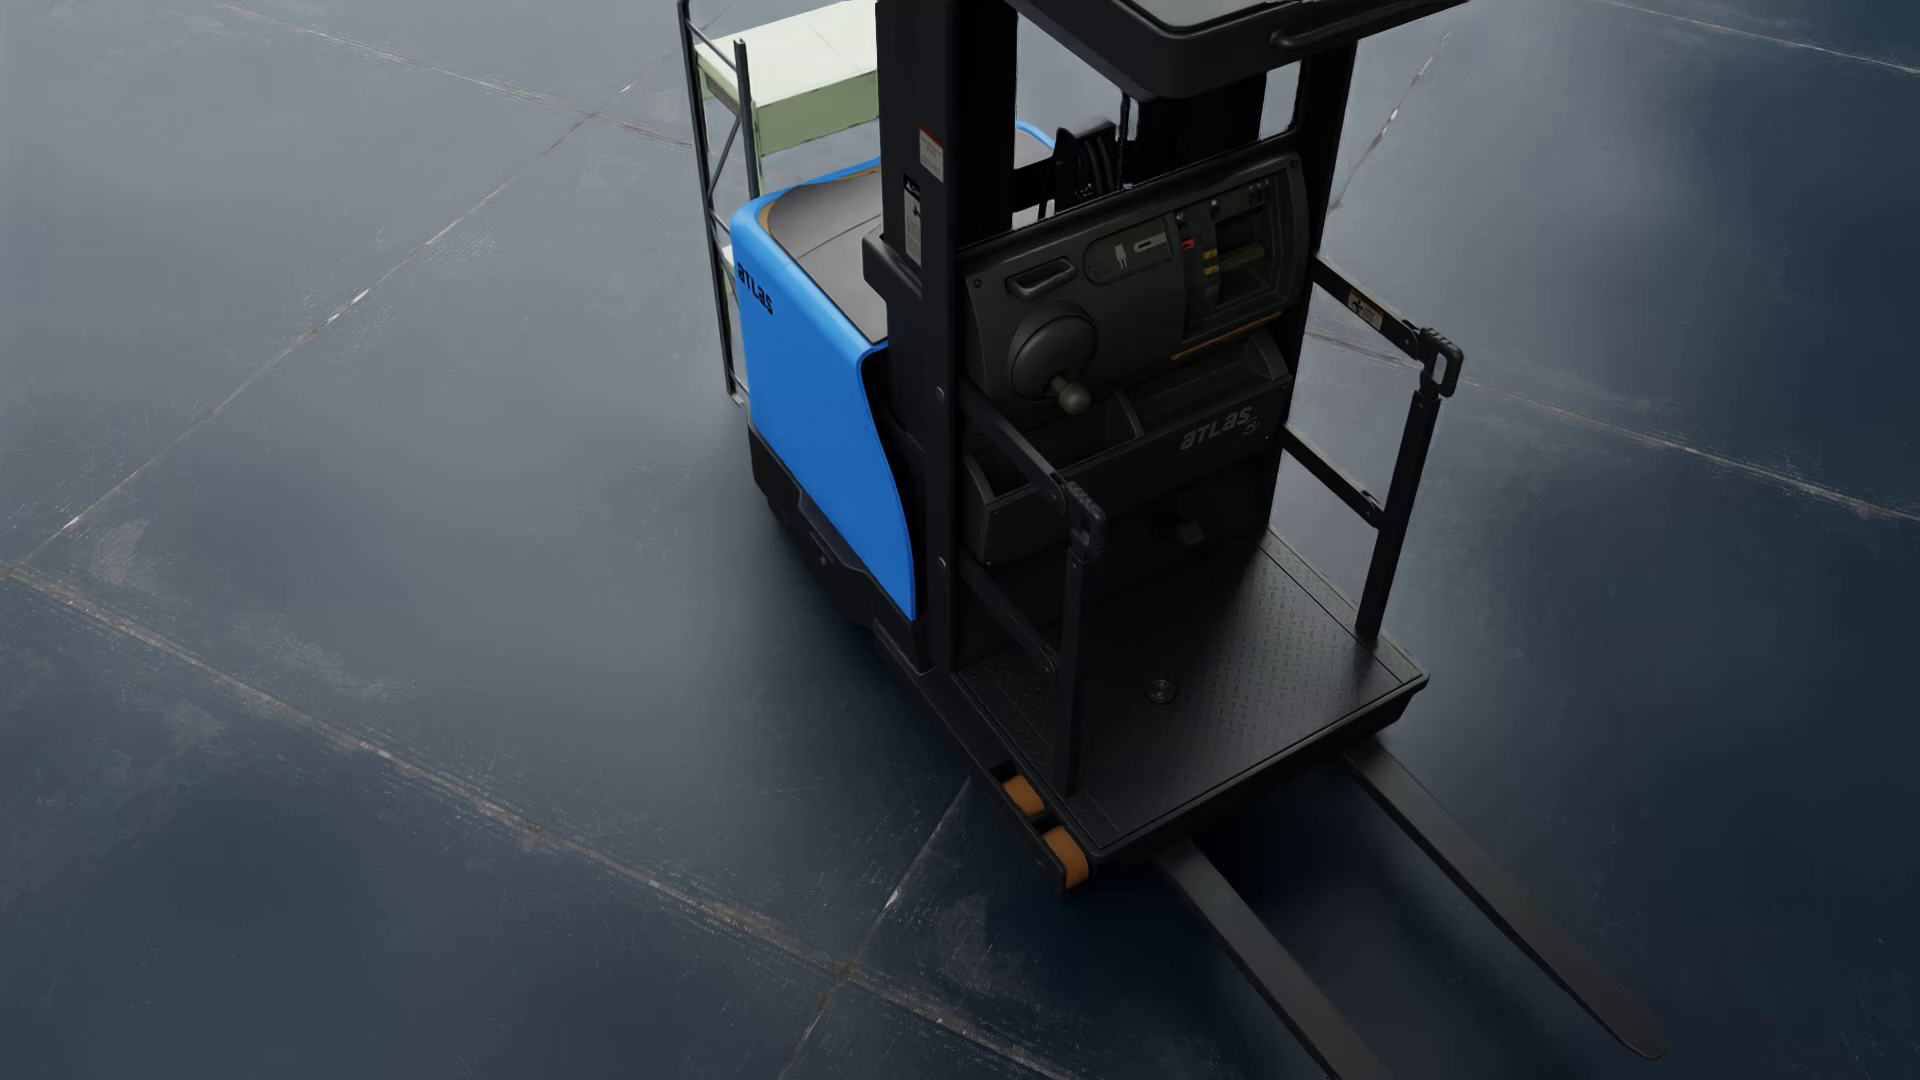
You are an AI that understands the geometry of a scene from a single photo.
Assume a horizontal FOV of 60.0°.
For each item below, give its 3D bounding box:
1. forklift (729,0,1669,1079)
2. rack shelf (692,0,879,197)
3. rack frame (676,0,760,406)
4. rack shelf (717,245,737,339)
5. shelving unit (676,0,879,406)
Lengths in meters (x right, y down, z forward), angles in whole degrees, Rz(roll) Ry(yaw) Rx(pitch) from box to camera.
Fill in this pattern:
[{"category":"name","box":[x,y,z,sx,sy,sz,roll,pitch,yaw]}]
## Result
[{"category":"forklift","box":[0.538,-0.504,3.687,1.130,2.935,3.031,-24,50,-22]},{"category":"rack shelf","box":[-0.381,-1.337,4.969,0.720,0.370,0.431,-24,50,-22]},{"category":"rack frame","box":[-0.690,-0.924,5.108,0.023,1.500,0.400,-24,50,-22]},{"category":"rack shelf","box":[-0.381,-0.834,5.478,0.720,0.370,0.431,-24,50,-22]},{"category":"shelving unit","box":[-0.381,-1.063,5.246,0.755,1.500,0.431,-24,50,-22]}]
